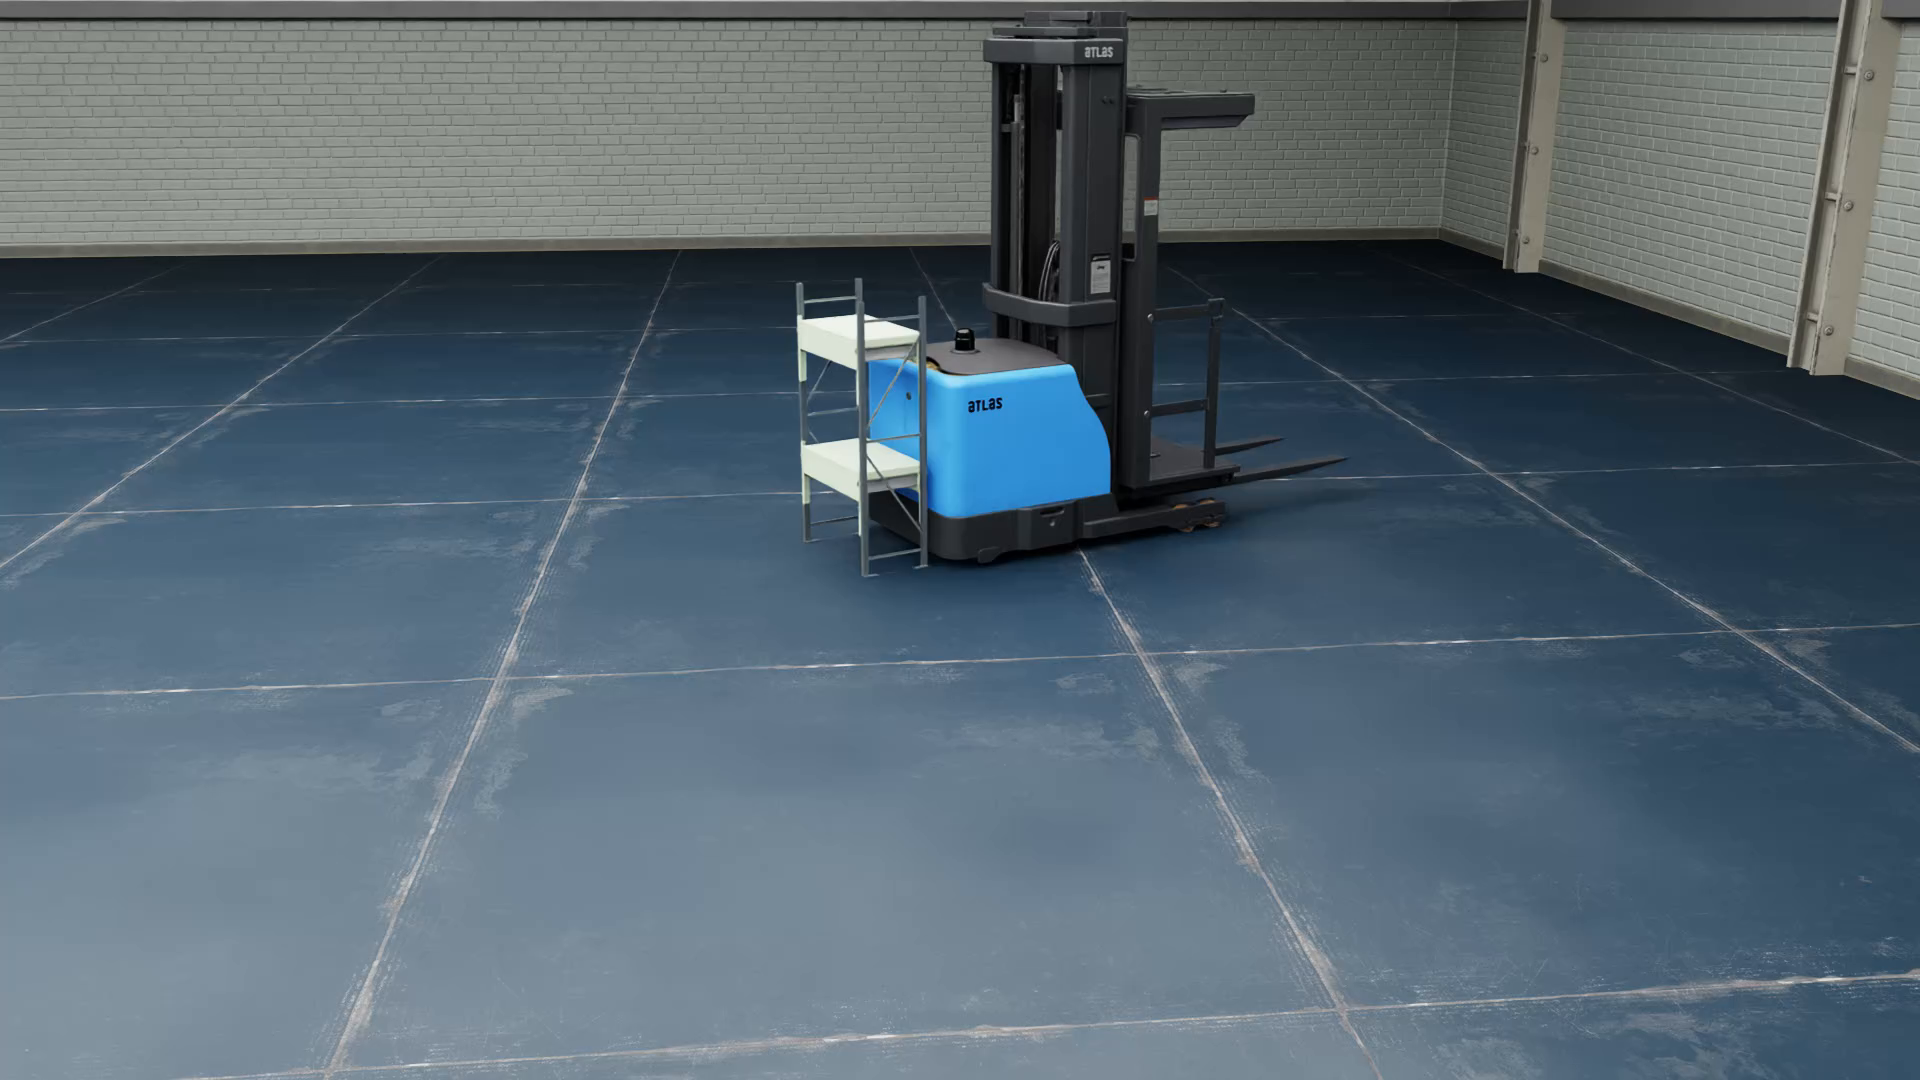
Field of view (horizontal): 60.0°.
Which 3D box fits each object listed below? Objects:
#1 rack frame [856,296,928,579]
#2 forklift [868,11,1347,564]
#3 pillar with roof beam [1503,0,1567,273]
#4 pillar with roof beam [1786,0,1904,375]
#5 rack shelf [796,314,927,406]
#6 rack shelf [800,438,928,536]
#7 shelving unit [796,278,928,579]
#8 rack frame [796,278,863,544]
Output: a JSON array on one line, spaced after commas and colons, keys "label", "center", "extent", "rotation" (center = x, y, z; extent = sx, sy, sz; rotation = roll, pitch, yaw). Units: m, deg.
[{"label": "rack frame", "center": [-0.357, -0.539, 8.889], "extent": [0.400, 1.500, 0.023], "rotation": [-10, 20, -29]}, {"label": "forklift", "center": [0.994, -1.570, 9.784], "extent": [3.031, 2.935, 1.130], "rotation": [-10, 20, -28]}, {"label": "pillar with roof beam", "center": [2.483, -7.412, 18.264], "extent": [9.100, 9.000, 0.400], "rotation": [-2, 18, -6]}, {"label": "pillar with roof beam", "center": [3.101, -5.625, 12.570], "extent": [9.100, 9.000, 0.400], "rotation": [-2, 18, -6]}, {"label": "rack shelf", "center": [-0.542, -1.006, 9.073], "extent": [0.431, 0.370, 0.720], "rotation": [-10, 20, -29]}, {"label": "rack shelf", "center": [-0.542, -0.322, 9.288], "extent": [0.431, 0.370, 0.720], "rotation": [-10, 20, -29]}, {"label": "shelving unit", "center": [-0.542, -0.633, 9.190], "extent": [0.431, 1.500, 0.755], "rotation": [-10, 20, -29]}, {"label": "rack frame", "center": [-0.728, -0.728, 9.491], "extent": [0.400, 1.500, 0.023], "rotation": [-10, 20, -29]}]
